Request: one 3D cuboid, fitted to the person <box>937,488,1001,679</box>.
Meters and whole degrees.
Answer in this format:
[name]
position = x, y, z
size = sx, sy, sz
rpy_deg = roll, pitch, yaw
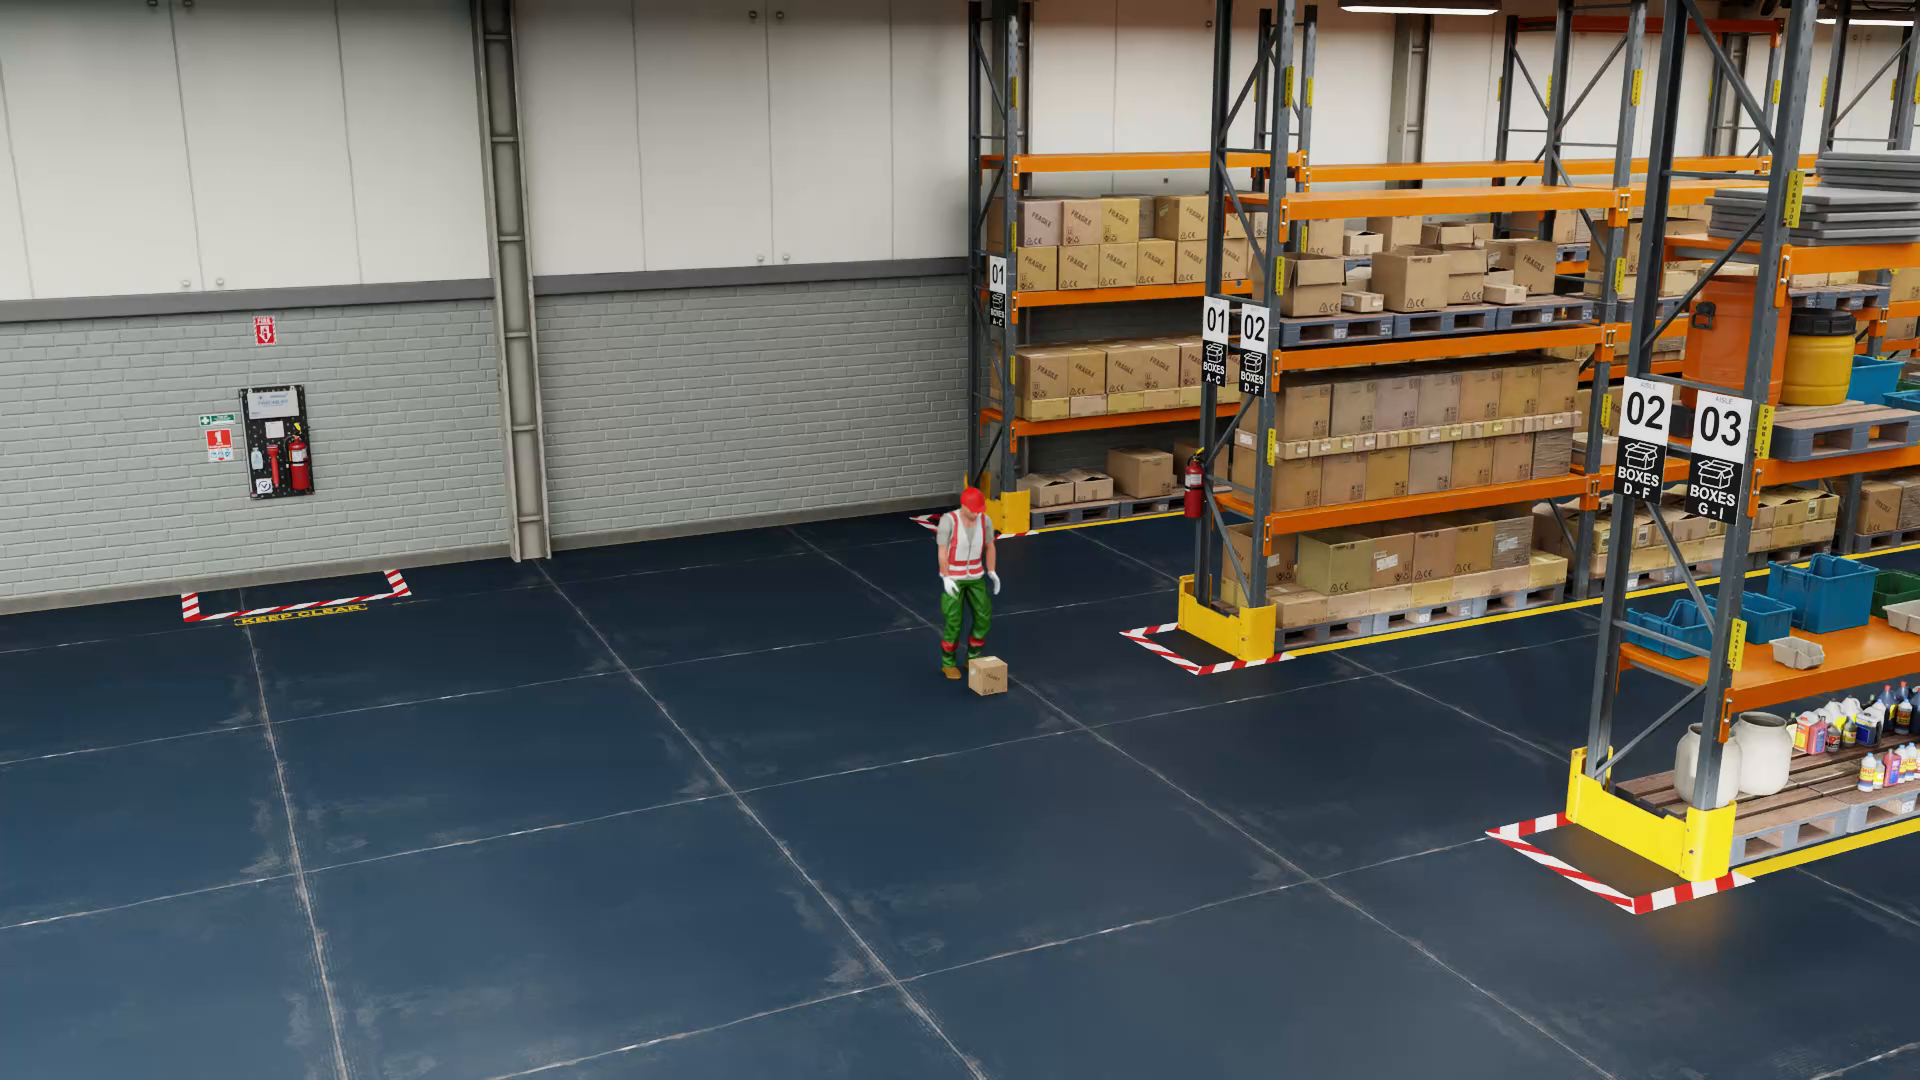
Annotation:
[person]
position = 0.071, 0.361, 14.620
size = 0.551, 1.713, 0.496
rpy_deg = -7, 16, -24
